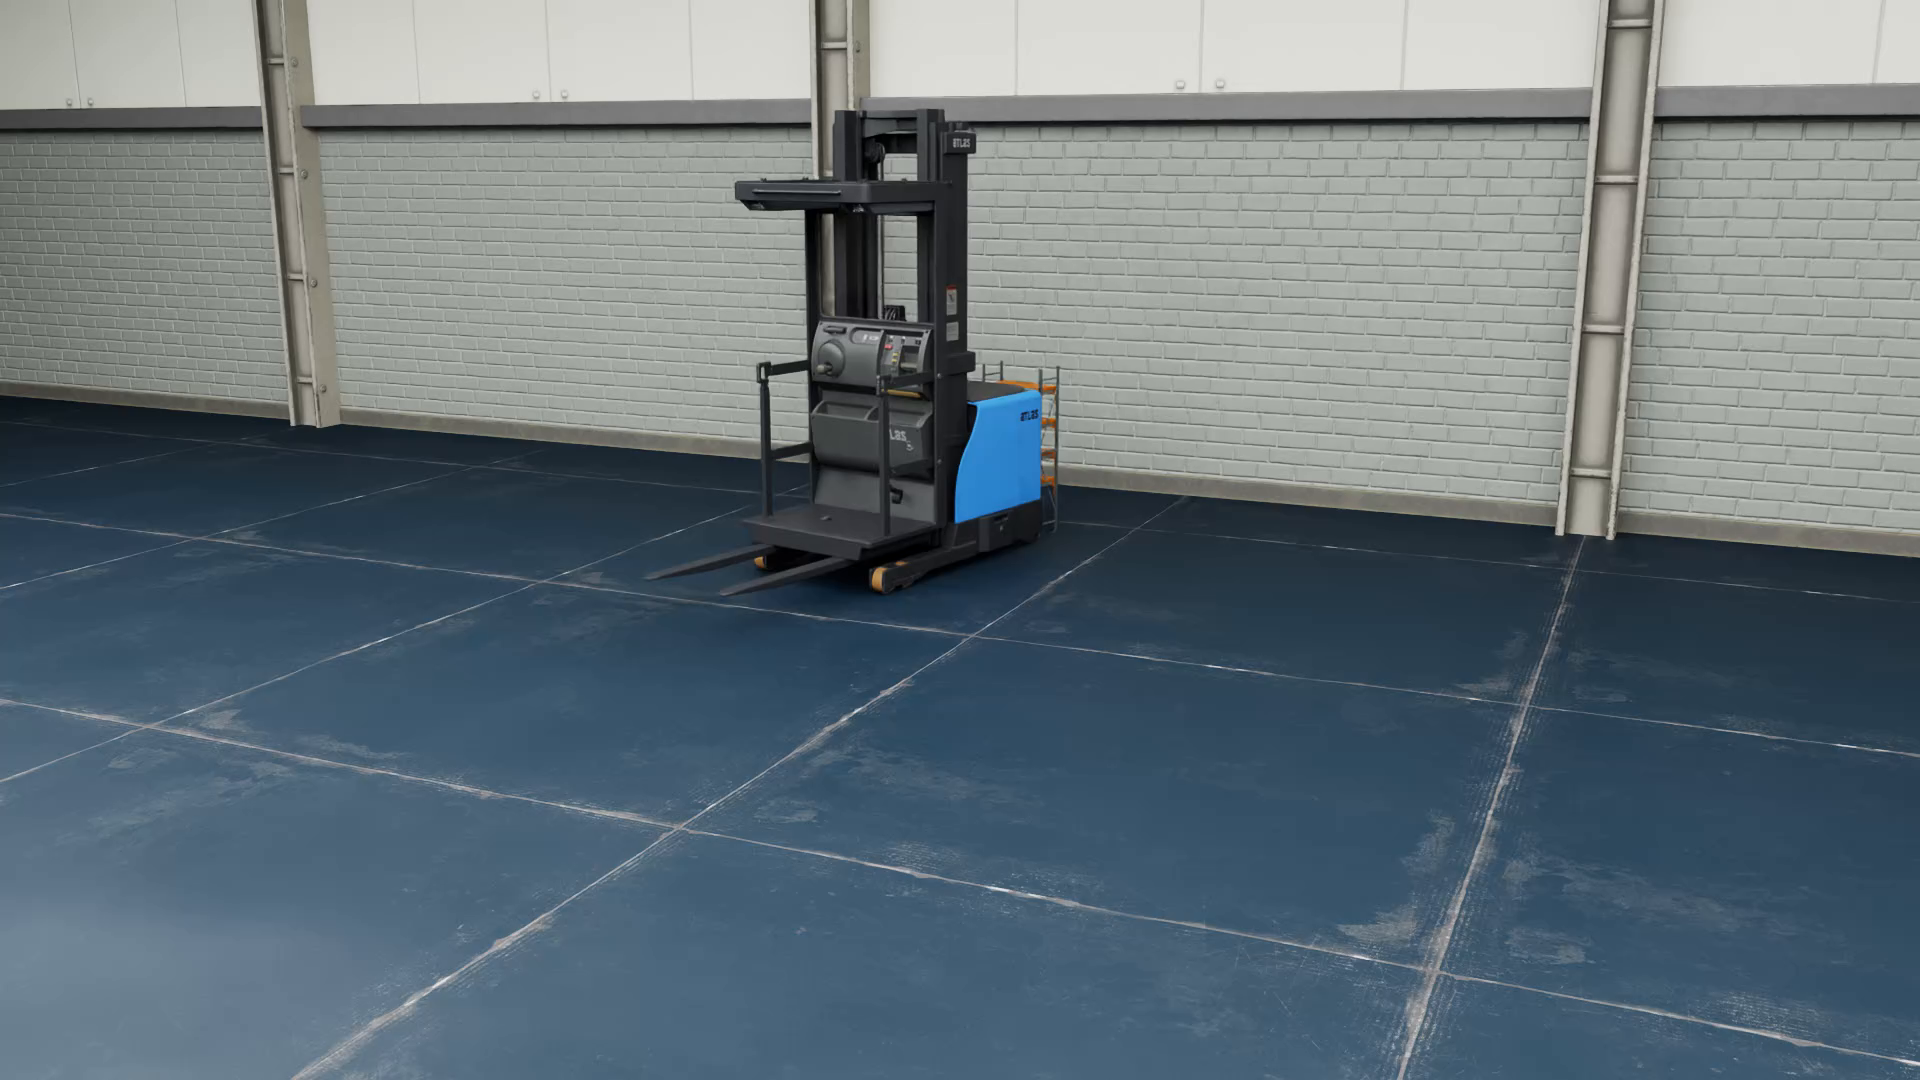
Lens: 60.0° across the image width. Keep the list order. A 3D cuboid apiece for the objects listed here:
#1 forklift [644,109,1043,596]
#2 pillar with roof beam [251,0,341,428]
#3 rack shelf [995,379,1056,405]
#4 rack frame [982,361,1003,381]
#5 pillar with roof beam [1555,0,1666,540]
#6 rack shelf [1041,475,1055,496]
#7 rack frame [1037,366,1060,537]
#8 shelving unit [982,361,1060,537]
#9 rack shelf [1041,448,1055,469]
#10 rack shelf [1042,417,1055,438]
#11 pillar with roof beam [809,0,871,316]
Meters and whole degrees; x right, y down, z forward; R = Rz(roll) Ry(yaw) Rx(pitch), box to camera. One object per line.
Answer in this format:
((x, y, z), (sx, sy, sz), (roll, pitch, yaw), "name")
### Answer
((-0.702, -1.220, 10.537), (1.130, 2.935, 3.031), (10, 16, 36), "forklift")
((-8.207, -4.644, 11.847), (0.400, 9.000, 9.100), (6, 14, 23), "pillar with roof beam")
((0.431, -1.042, 11.846), (0.480, 0.148, 0.258), (10, 16, 36), "rack shelf")
((0.234, -0.693, 12.076), (0.015, 1.200, 0.240), (10, 16, 36), "rack frame")
((2.765, -3.533, 7.115), (0.400, 9.000, 9.100), (6, 14, 23), "pillar with roof beam")
((0.428, -0.400, 11.994), (0.480, 0.148, 0.258), (10, 16, 36), "rack shelf")
((0.625, -0.626, 11.792), (0.015, 1.200, 0.240), (10, 16, 36), "rack frame")
((0.429, -0.659, 11.934), (0.503, 1.200, 0.258), (10, 16, 36), "shelving unit")
((0.429, -0.594, 11.949), (0.480, 0.148, 0.258), (10, 16, 36), "rack shelf")
((0.430, -0.812, 11.899), (0.480, 0.148, 0.258), (10, 16, 36), "rack shelf")
((-2.721, -4.089, 9.481), (0.400, 9.000, 9.100), (6, 14, 23), "pillar with roof beam")
